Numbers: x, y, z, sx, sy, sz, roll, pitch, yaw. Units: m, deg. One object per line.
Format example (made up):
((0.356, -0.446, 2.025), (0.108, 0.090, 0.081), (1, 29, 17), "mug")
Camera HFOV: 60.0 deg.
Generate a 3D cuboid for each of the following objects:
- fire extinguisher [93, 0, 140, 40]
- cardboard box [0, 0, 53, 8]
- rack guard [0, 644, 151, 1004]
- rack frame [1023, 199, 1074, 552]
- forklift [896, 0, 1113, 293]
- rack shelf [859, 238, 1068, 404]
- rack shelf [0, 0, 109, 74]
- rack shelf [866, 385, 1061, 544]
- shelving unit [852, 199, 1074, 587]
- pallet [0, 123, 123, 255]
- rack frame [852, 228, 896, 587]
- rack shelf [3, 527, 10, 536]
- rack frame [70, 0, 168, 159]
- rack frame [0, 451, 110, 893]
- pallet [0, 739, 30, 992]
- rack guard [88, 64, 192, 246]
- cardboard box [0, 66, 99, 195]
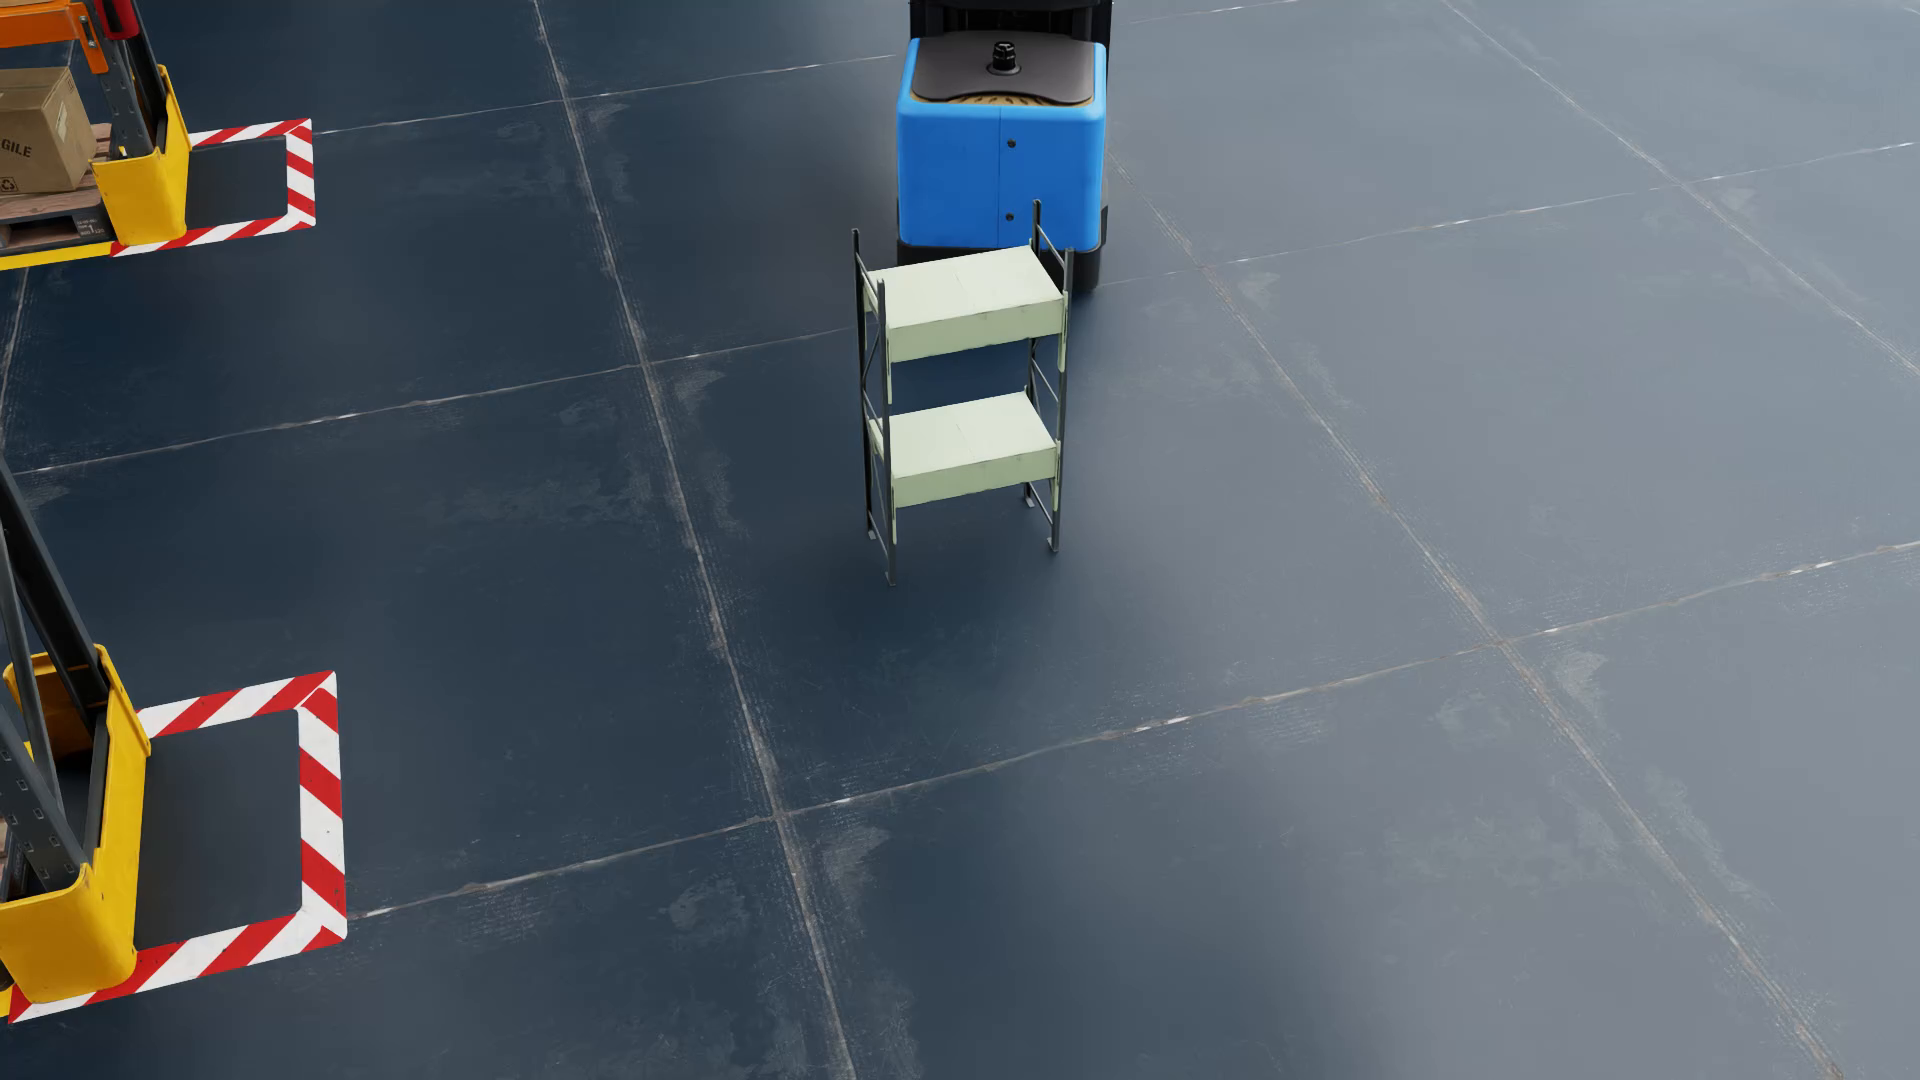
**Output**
((-4.282, -2.842, 8.282), (0.183, 0.674, 0.296), (-12, 42, -13), "fire extinguisher")
((-4.739, -2.858, 8.432), (0.250, 0.149, 0.380), (-12, 42, -13), "cardboard box")
((-3.100, 0.956, 5.776), (0.348, 0.500, 1.175), (-12, 42, -13), "rack guard")
((0.355, -0.638, 6.841), (0.023, 1.500, 0.400), (-12, 42, -13), "rack frame")
((0.289, -3.342, 8.847), (1.130, 2.935, 3.031), (2, 41, 3), "forklift")
((0.006, -0.860, 6.501), (0.720, 0.370, 0.431), (-12, 42, -13), "rack shelf")
((-6.437, -2.472, 8.346), (4.000, 0.370, 1.077), (-12, 42, -13), "rack shelf")
((0.006, -0.321, 6.973), (0.720, 0.370, 0.431), (-12, 42, -13), "rack shelf")
((0.006, -0.566, 6.758), (0.755, 1.500, 0.431), (-12, 42, -13), "shelving unit")
((-5.387, -1.935, 9.304), (1.213, 0.211, 1.003), (-12, 42, -13), "pallet")
((-0.343, -0.494, 6.675), (0.023, 1.500, 0.400), (-12, 42, -13), "rack frame")
((-4.949, 0.636, 4.789), (4.000, 0.370, 1.077), (-12, 42, -13), "rack shelf")
((-4.529, -3.138, 8.562), (0.127, 3.000, 1.000), (-12, 42, -13), "rack frame")
((-3.042, -0.030, 5.004), (0.127, 3.000, 1.000), (-12, 42, -13), "rack frame")
((-3.877, 1.222, 5.691), (1.213, 0.211, 1.003), (-12, 42, -13), "pallet")
((-4.602, -2.182, 9.367), (0.348, 0.500, 1.175), (-12, 42, -13), "rack guard")
((-5.130, -2.242, 9.117), (0.500, 0.500, 0.500), (-4, 41, -5), "cardboard box")
